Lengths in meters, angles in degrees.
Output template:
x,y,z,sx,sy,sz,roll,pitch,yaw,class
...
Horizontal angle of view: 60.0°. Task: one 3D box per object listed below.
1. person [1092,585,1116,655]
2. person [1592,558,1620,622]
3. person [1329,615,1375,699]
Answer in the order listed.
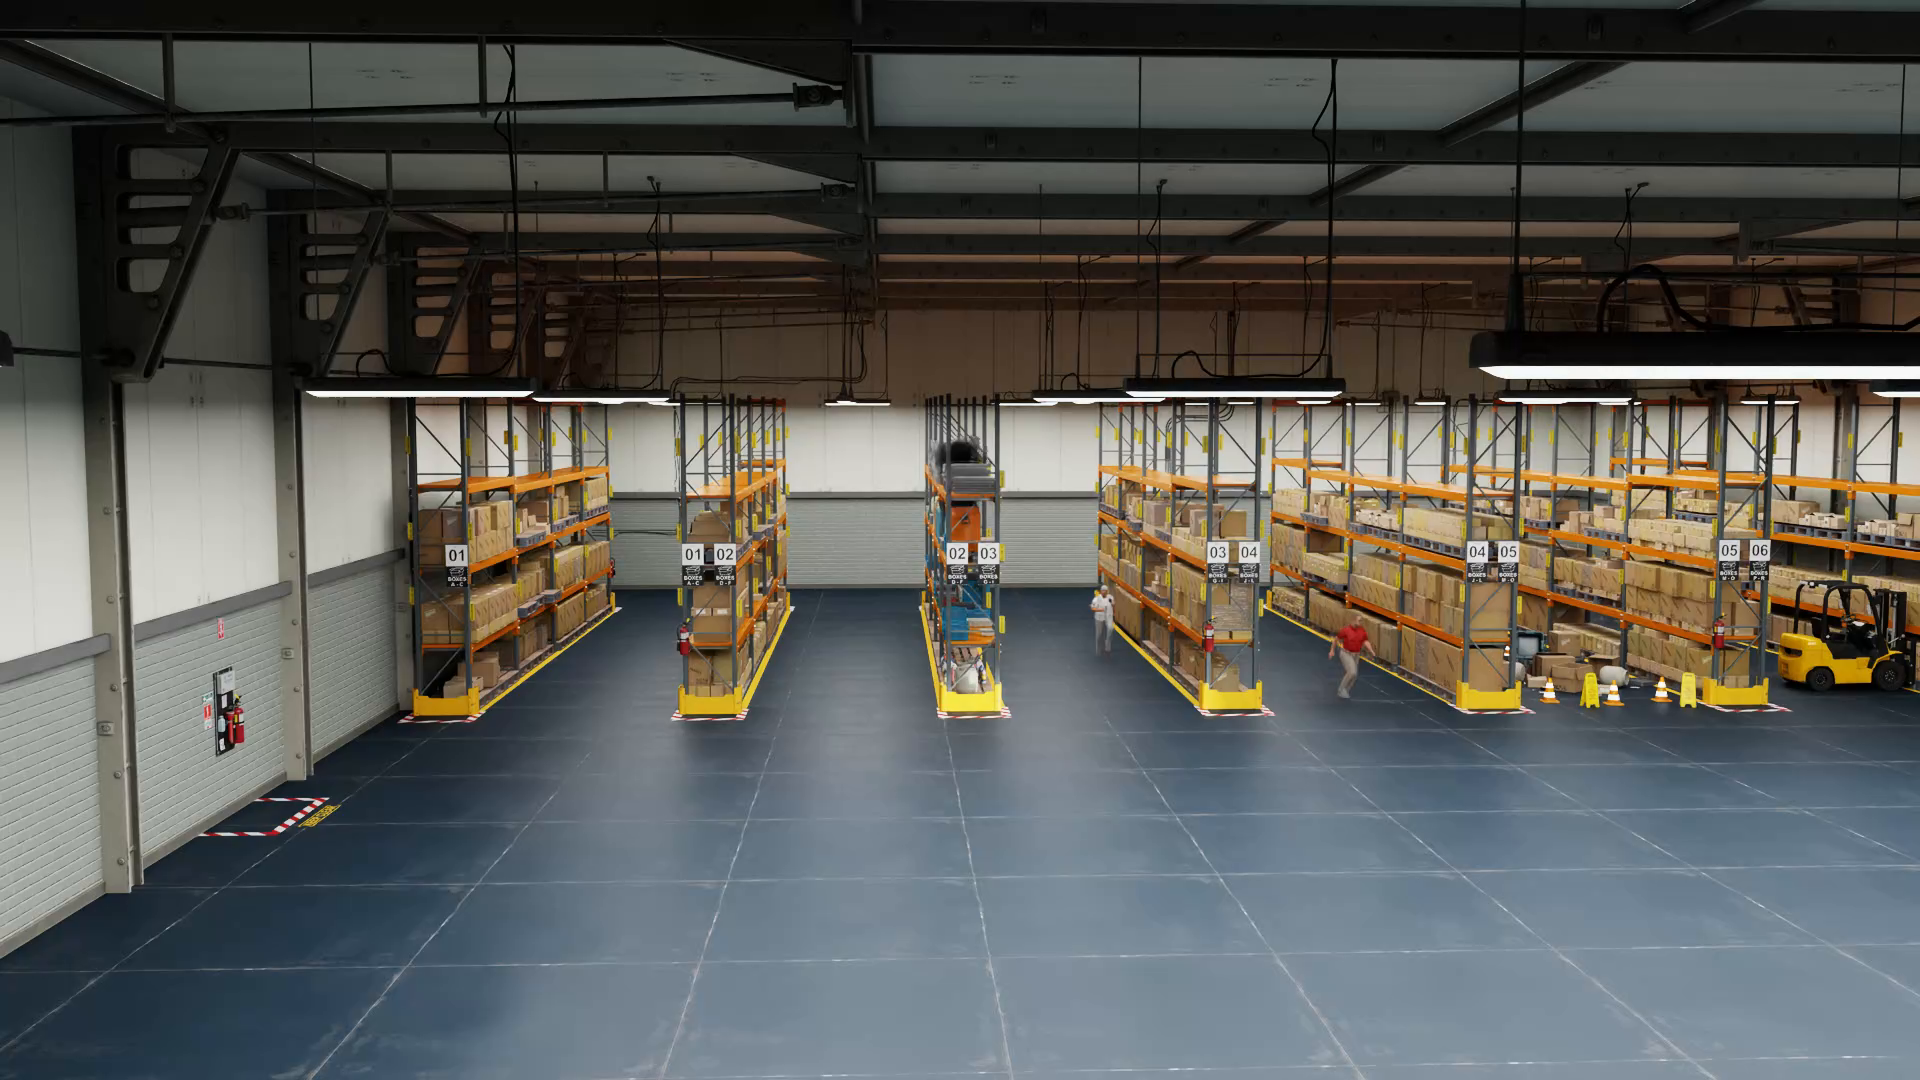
x,y,z,sx,sy,sz,roll,pitch,yaw,class
3.295,1.843,38.109,0.590,1.650,0.898,0,5,-2,person
17.314,1.344,44.427,0.651,1.747,0.976,-2,5,-25,person
7.739,2.292,32.657,0.621,1.676,0.842,-3,5,-30,person
